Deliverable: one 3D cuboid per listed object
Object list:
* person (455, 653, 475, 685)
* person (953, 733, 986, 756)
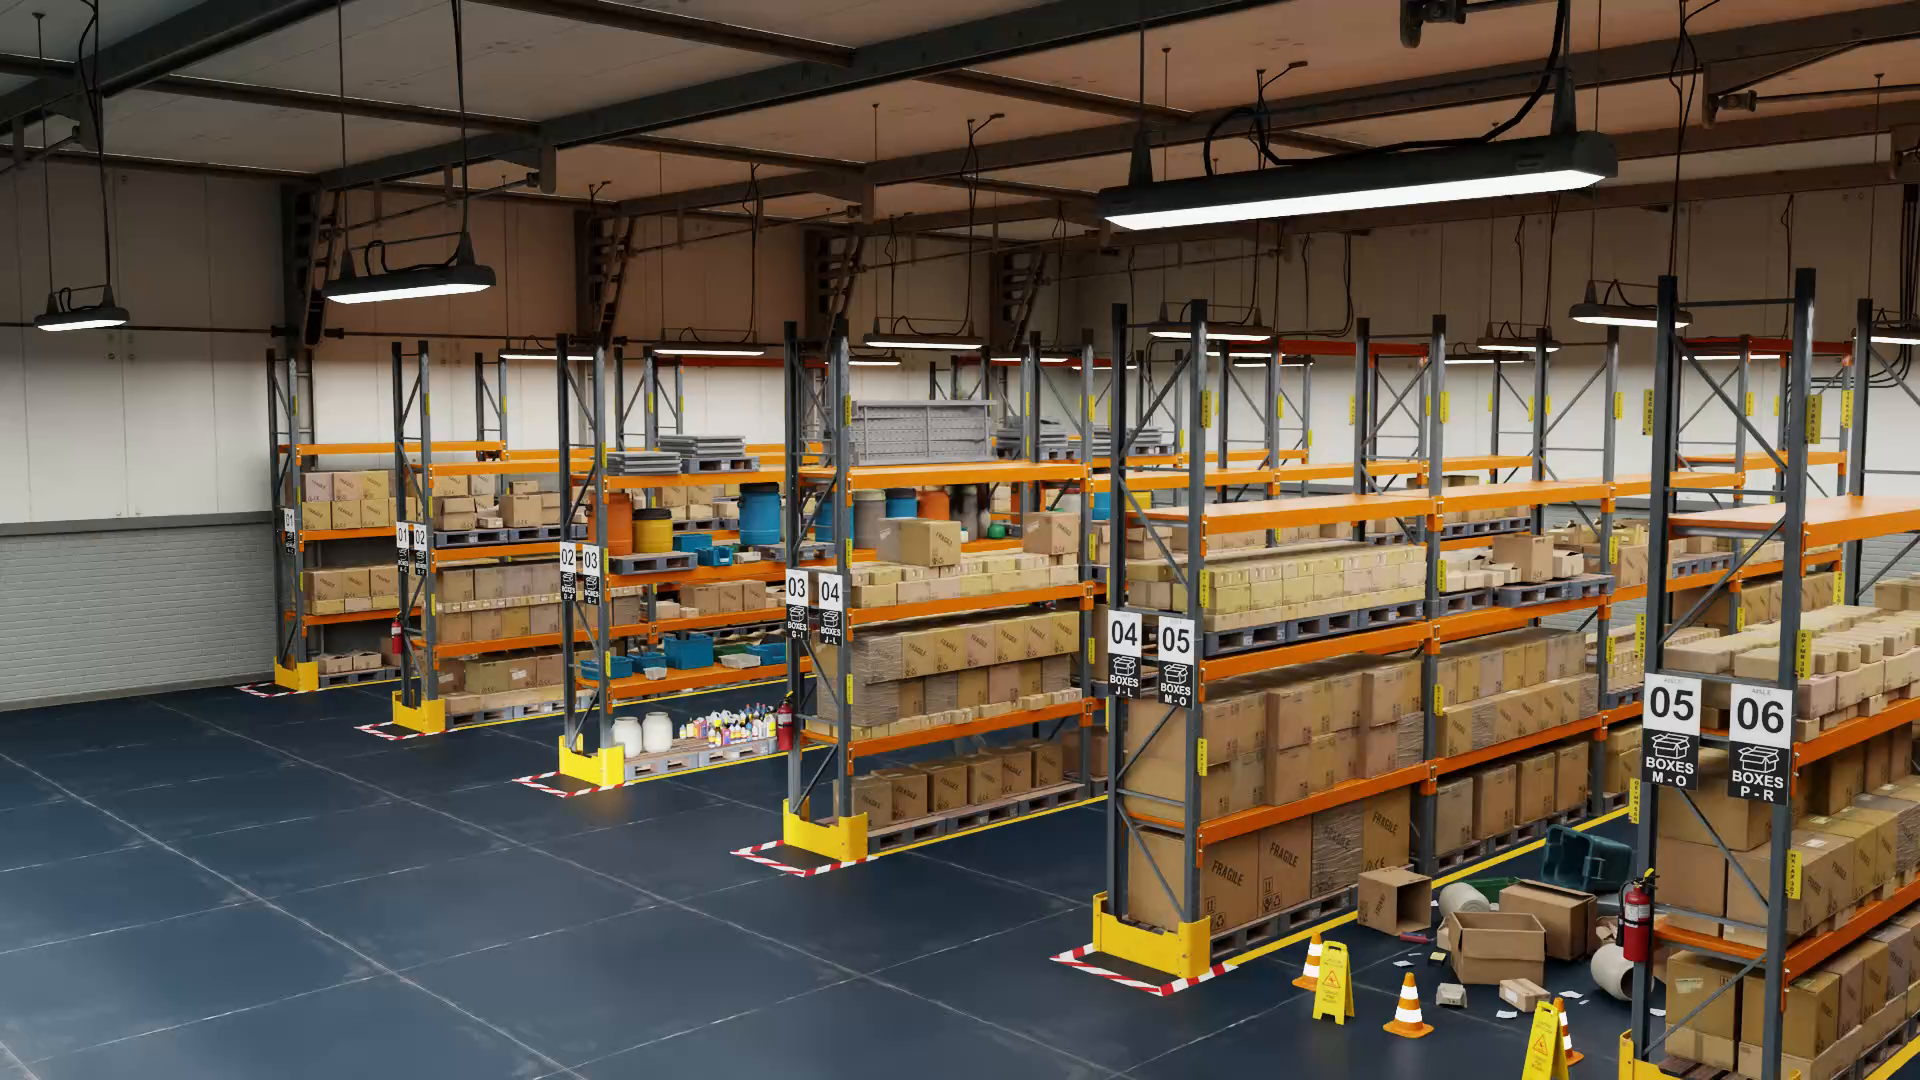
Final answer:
[{"bbox_3d":[-8.494,1.785,28.704,0.712,1.776,1.037,3,6,32],"label":"person"},{"bbox_3d":[0.135,2.354,22.889,0.601,1.757,0.675,5,7,44],"label":"person"}]
